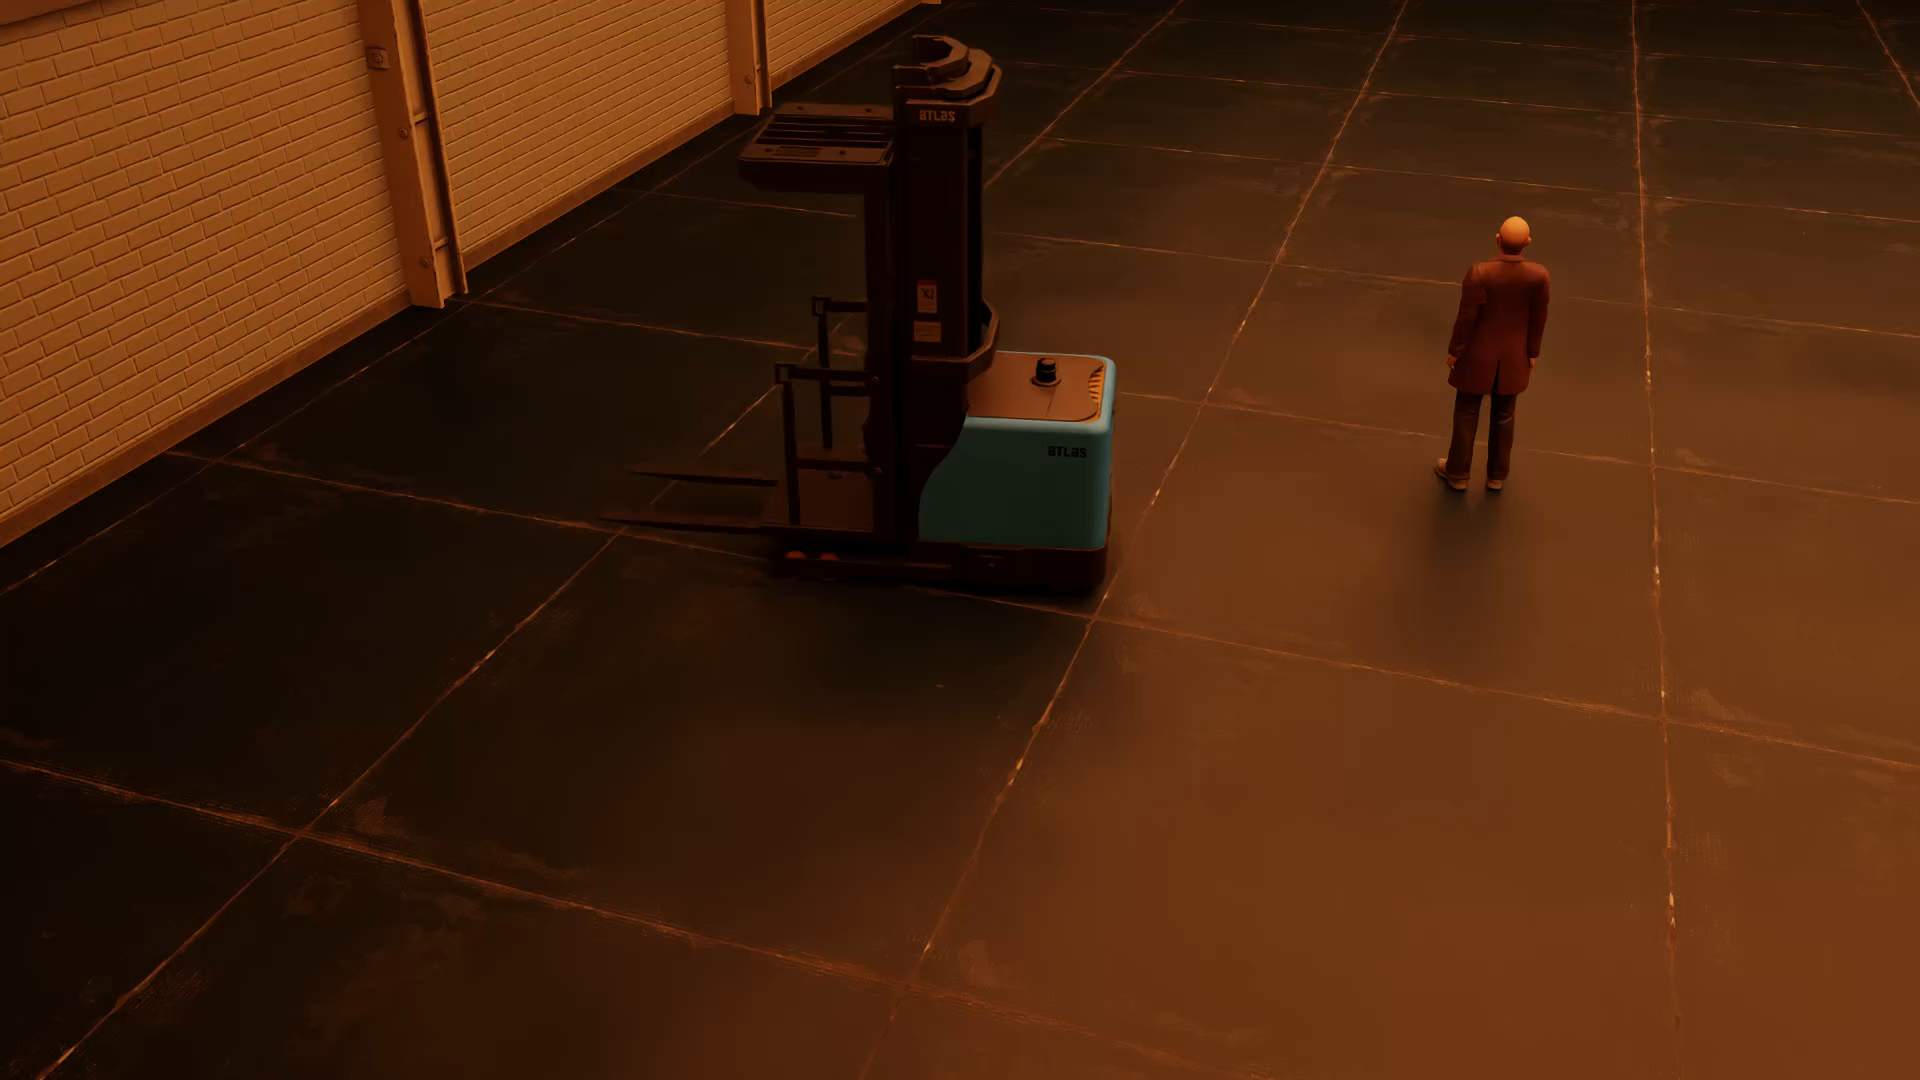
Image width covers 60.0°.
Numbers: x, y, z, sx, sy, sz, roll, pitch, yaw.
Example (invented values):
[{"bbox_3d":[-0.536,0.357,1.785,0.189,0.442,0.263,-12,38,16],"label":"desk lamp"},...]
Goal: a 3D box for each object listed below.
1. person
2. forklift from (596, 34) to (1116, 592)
[{"bbox_3d":[3.306,-1.169,10.350,0.556,1.782,0.390,1,30,2],"label":"person"},{"bbox_3d":[-0.623,-1.286,9.392,3.031,2.935,1.130,4,30,6],"label":"forklift"}]
